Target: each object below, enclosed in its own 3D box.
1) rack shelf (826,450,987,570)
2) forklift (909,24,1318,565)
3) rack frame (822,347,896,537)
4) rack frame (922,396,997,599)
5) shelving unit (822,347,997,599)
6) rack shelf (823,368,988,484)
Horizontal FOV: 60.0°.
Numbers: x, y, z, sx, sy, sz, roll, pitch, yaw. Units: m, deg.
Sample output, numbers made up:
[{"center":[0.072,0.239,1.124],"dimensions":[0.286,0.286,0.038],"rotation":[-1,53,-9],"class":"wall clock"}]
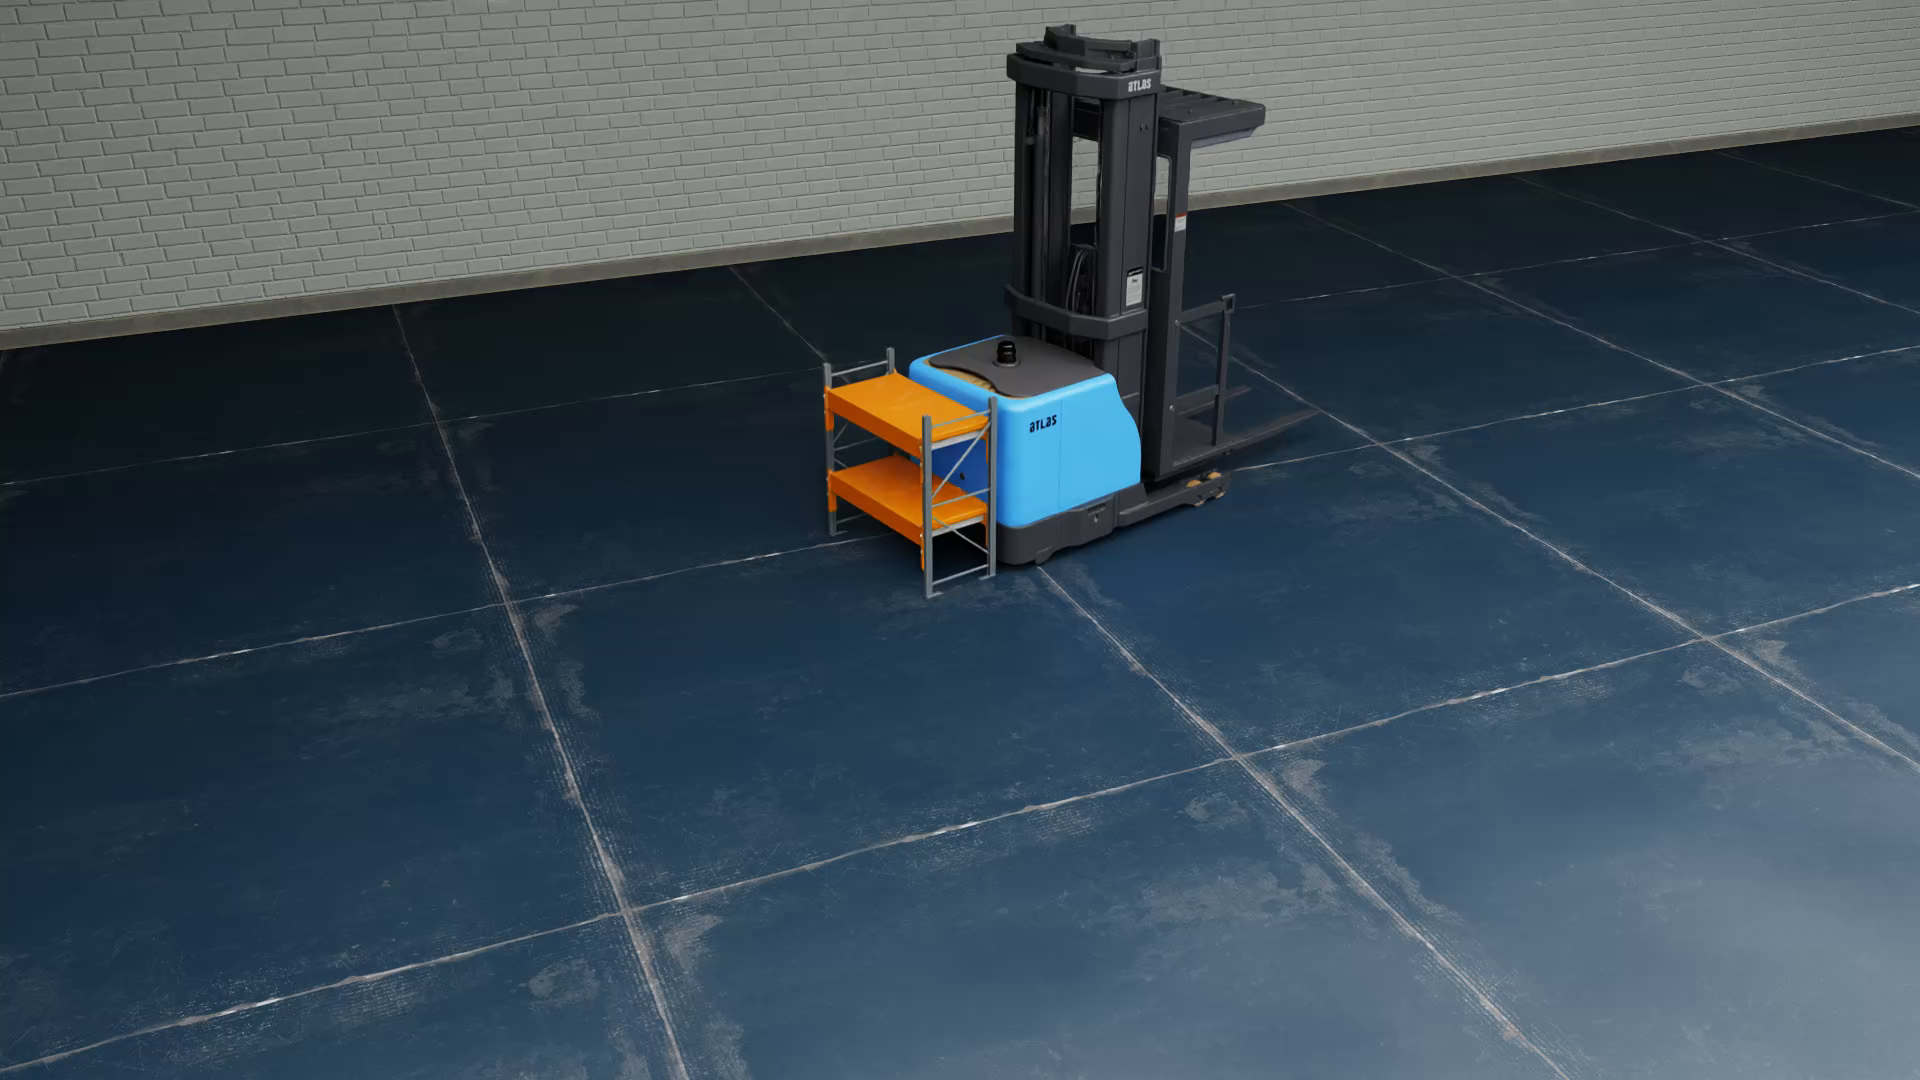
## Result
[{"center":[-0.303,-0.195,9.924],"dimensions":[0.538,0.278,1.000],"rotation":[-18,31,-32],"class":"rack shelf"},{"center":[1.127,-1.693,10.376],"dimensions":[3.031,2.935,1.130],"rotation":[-20,33,-36],"class":"forklift"},{"center":[-0.605,-0.594,10.184],"dimensions":[0.500,1.125,0.032],"rotation":[-18,31,-32],"class":"rack frame"},{"center":[0.000,-0.235,9.450],"dimensions":[0.500,1.125,0.032],"rotation":[-18,31,-32],"class":"rack frame"},{"center":[-0.303,-0.414,9.817],"dimensions":[0.538,1.125,1.048],"rotation":[-18,31,-32],"class":"shelving unit"},{"center":[-0.303,-0.677,9.688],"dimensions":[0.538,0.278,1.000],"rotation":[-18,31,-32],"class":"rack shelf"}]
